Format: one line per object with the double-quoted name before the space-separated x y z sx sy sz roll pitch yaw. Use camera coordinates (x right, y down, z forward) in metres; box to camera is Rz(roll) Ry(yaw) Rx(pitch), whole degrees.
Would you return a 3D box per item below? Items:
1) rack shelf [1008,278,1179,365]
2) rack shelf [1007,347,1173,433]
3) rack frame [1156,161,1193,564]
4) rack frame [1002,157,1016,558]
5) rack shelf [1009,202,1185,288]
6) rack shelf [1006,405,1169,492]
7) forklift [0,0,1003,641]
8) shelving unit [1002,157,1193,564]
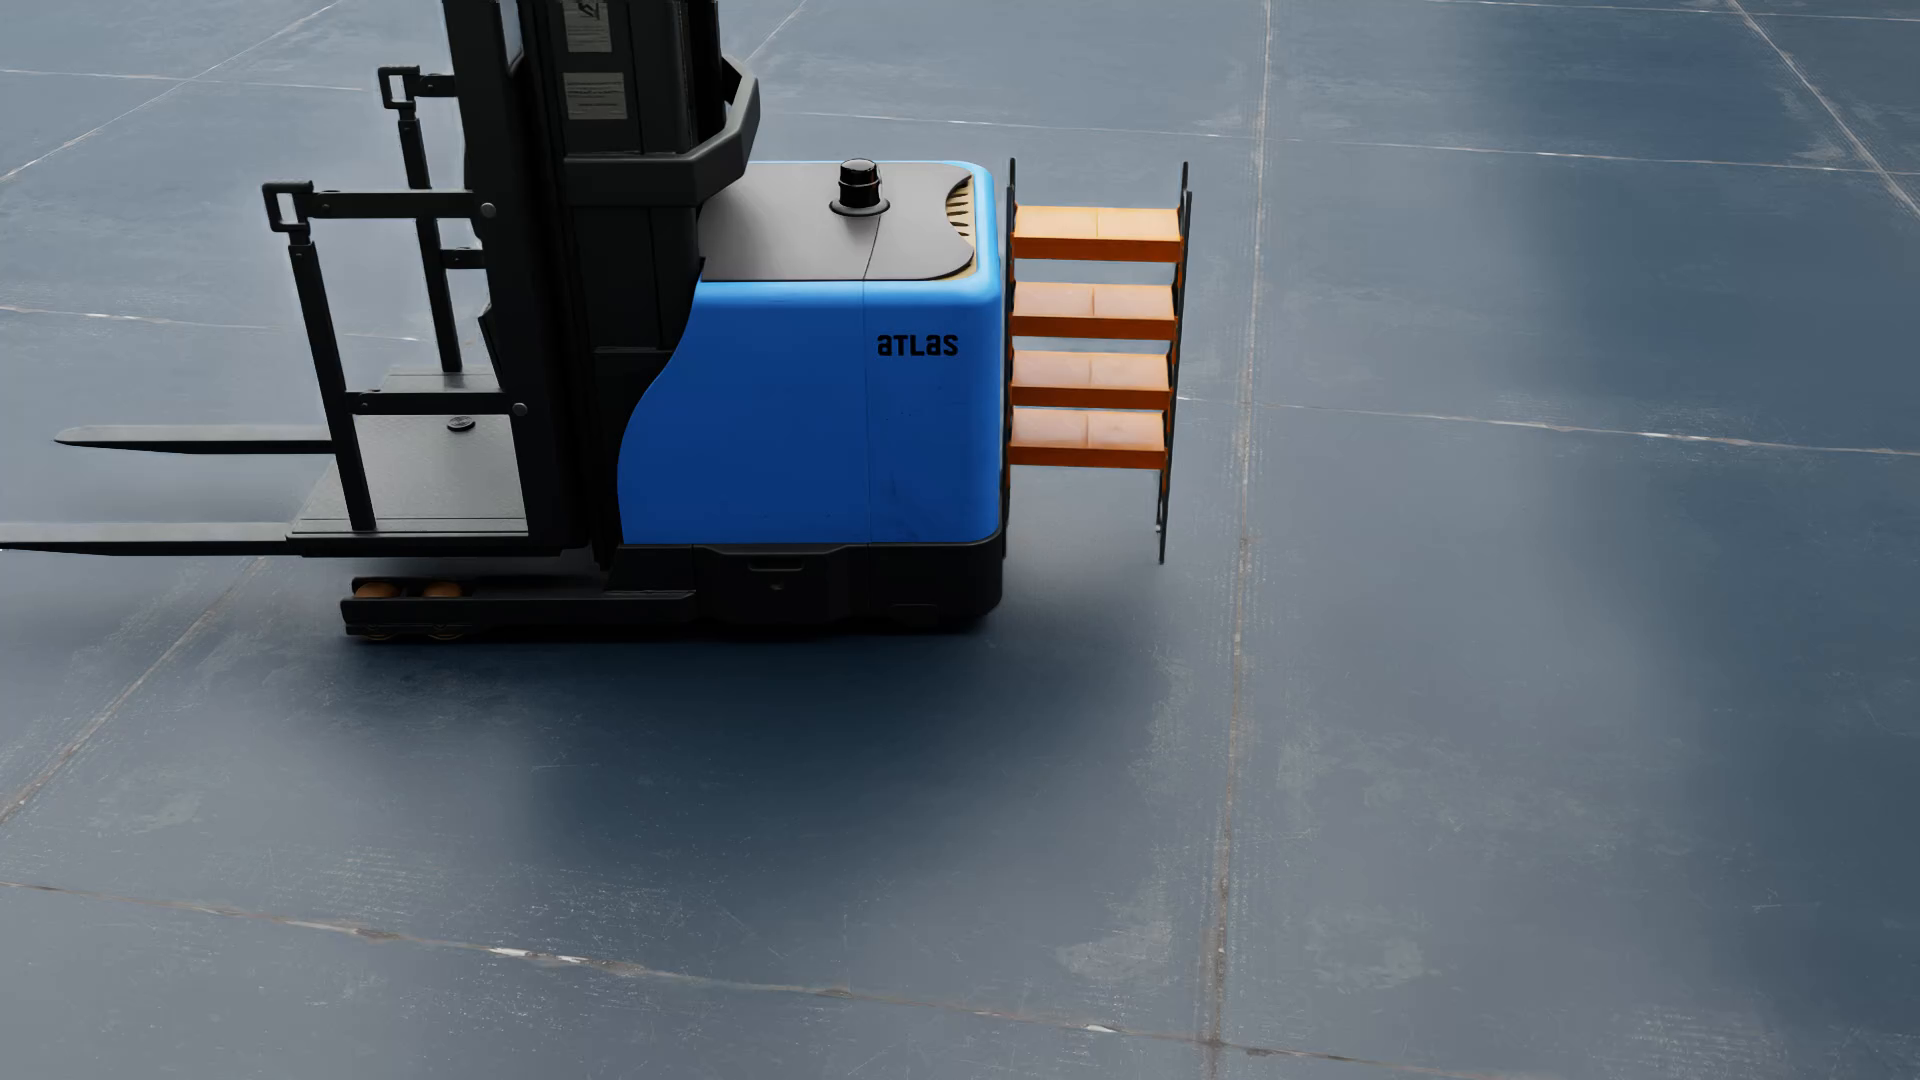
"rack shelf" 0.386 -0.639 4.846 0.480 0.148 0.258 2 32 3
"rack shelf" 0.386 -0.450 4.965 0.480 0.148 0.258 2 32 3
"rack frame" 0.629 -0.498 4.915 0.015 1.200 0.240 2 32 3
"rack frame" 0.142 -0.516 4.943 0.015 1.200 0.240 2 32 3
"rack shelf" 0.386 -0.840 4.720 0.480 0.148 0.258 2 32 3
"rack shelf" 0.386 -0.282 5.070 0.480 0.148 0.258 2 32 3
"forklift" -1.397 -1.236 4.462 3.031 2.935 1.130 0 32 0
"shelving unit" 0.386 -0.507 4.929 0.503 1.200 0.258 2 32 3
